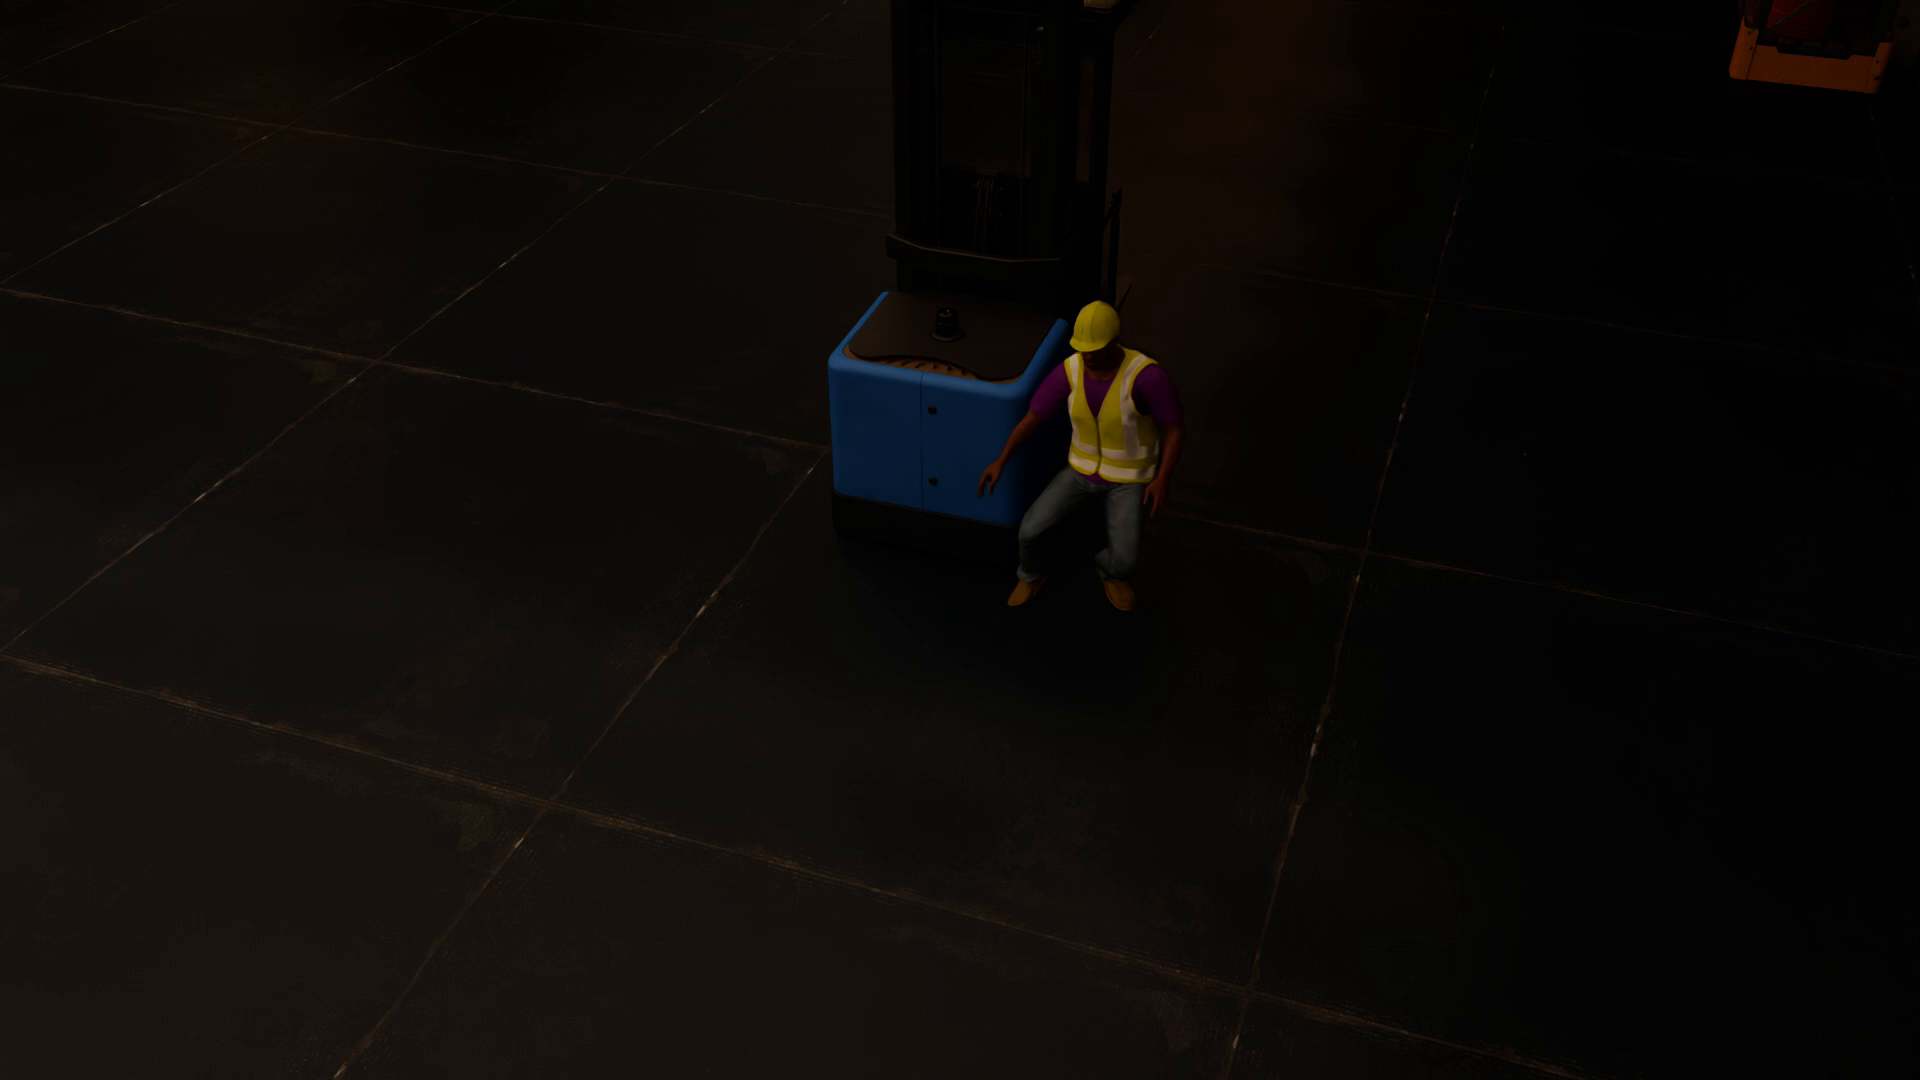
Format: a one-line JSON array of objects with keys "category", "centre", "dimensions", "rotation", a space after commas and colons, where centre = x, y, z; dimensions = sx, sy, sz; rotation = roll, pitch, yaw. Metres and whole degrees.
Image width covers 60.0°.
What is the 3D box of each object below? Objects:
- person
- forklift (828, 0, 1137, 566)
[{"category": "person", "centre": [0.591, -0.292, 7.698], "dimensions": [0.863, 1.659, 0.654], "rotation": [19, 39, 25]}, {"category": "forklift", "centre": [0.294, -1.915, 8.812], "dimensions": [1.130, 2.935, 3.031], "rotation": [11, 37, 15]}]
